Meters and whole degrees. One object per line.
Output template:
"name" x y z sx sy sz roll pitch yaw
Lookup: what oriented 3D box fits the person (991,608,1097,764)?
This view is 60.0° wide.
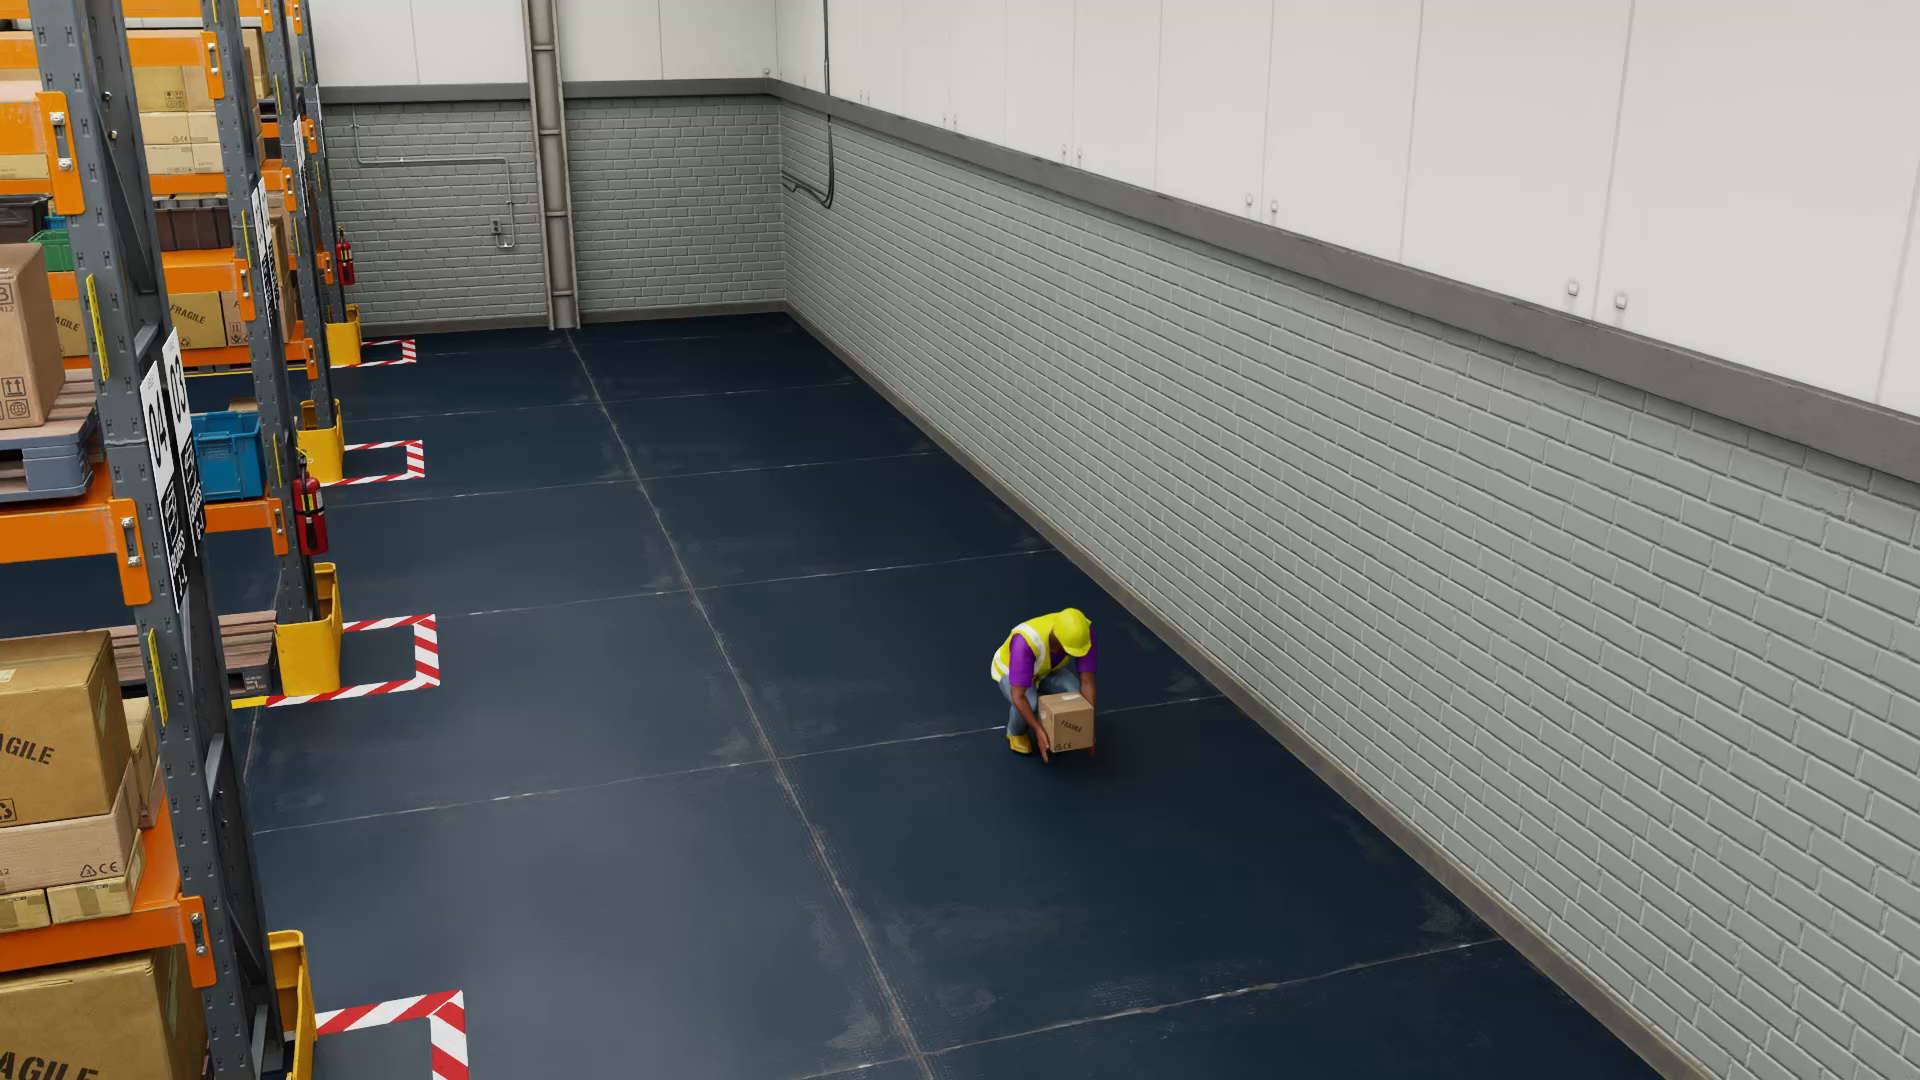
"person" 0.523 0.796 9.914 0.582 1.003 0.870 -6 20 -18
